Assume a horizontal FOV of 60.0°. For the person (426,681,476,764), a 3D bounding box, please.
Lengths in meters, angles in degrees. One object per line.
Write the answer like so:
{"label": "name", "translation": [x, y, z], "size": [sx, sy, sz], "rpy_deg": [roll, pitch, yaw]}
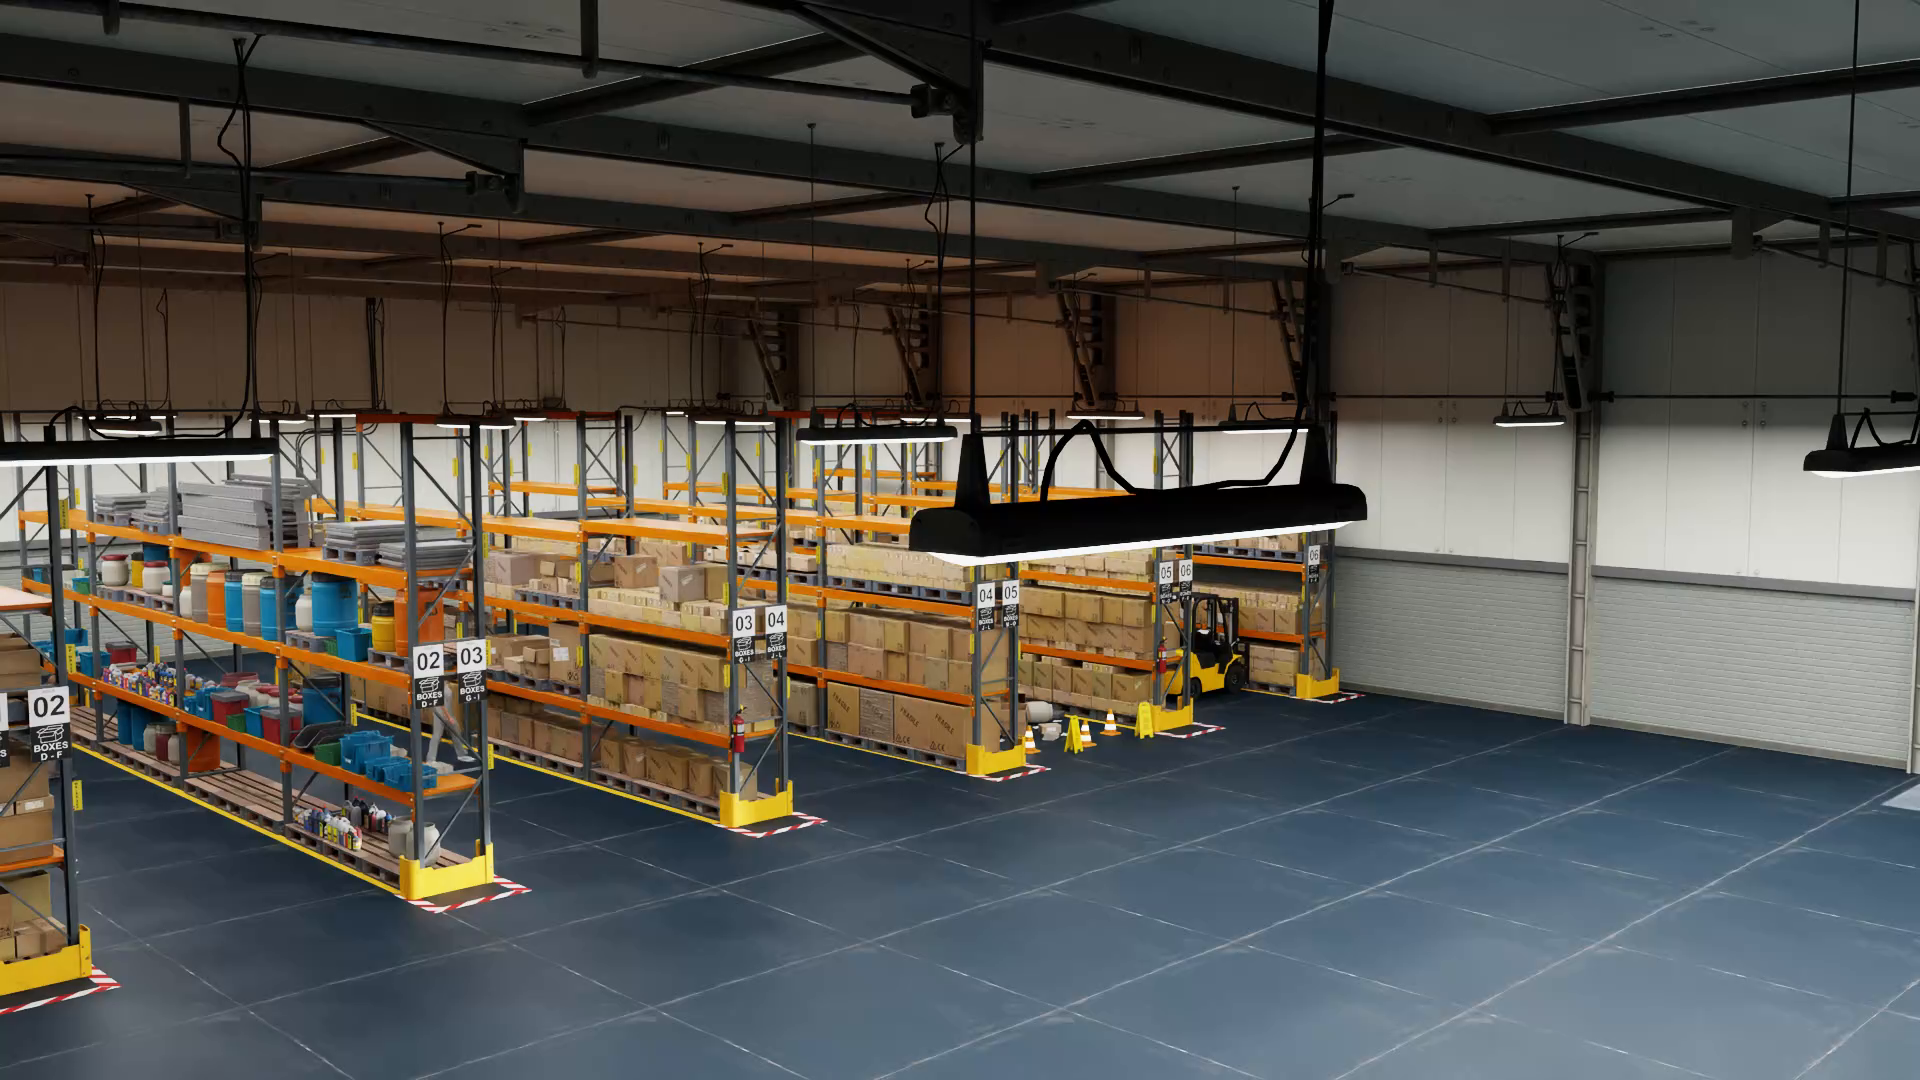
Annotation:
{"label": "person", "translation": [-8.785, 3.029, 28.556], "size": [0.700, 1.658, 0.595], "rpy_deg": [1, 5, 9]}

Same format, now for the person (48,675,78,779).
{"label": "person", "translation": [-14.837, 3.079, 27.407], "size": [0.601, 1.724, 0.436], "rpy_deg": [3, 6, 30]}
